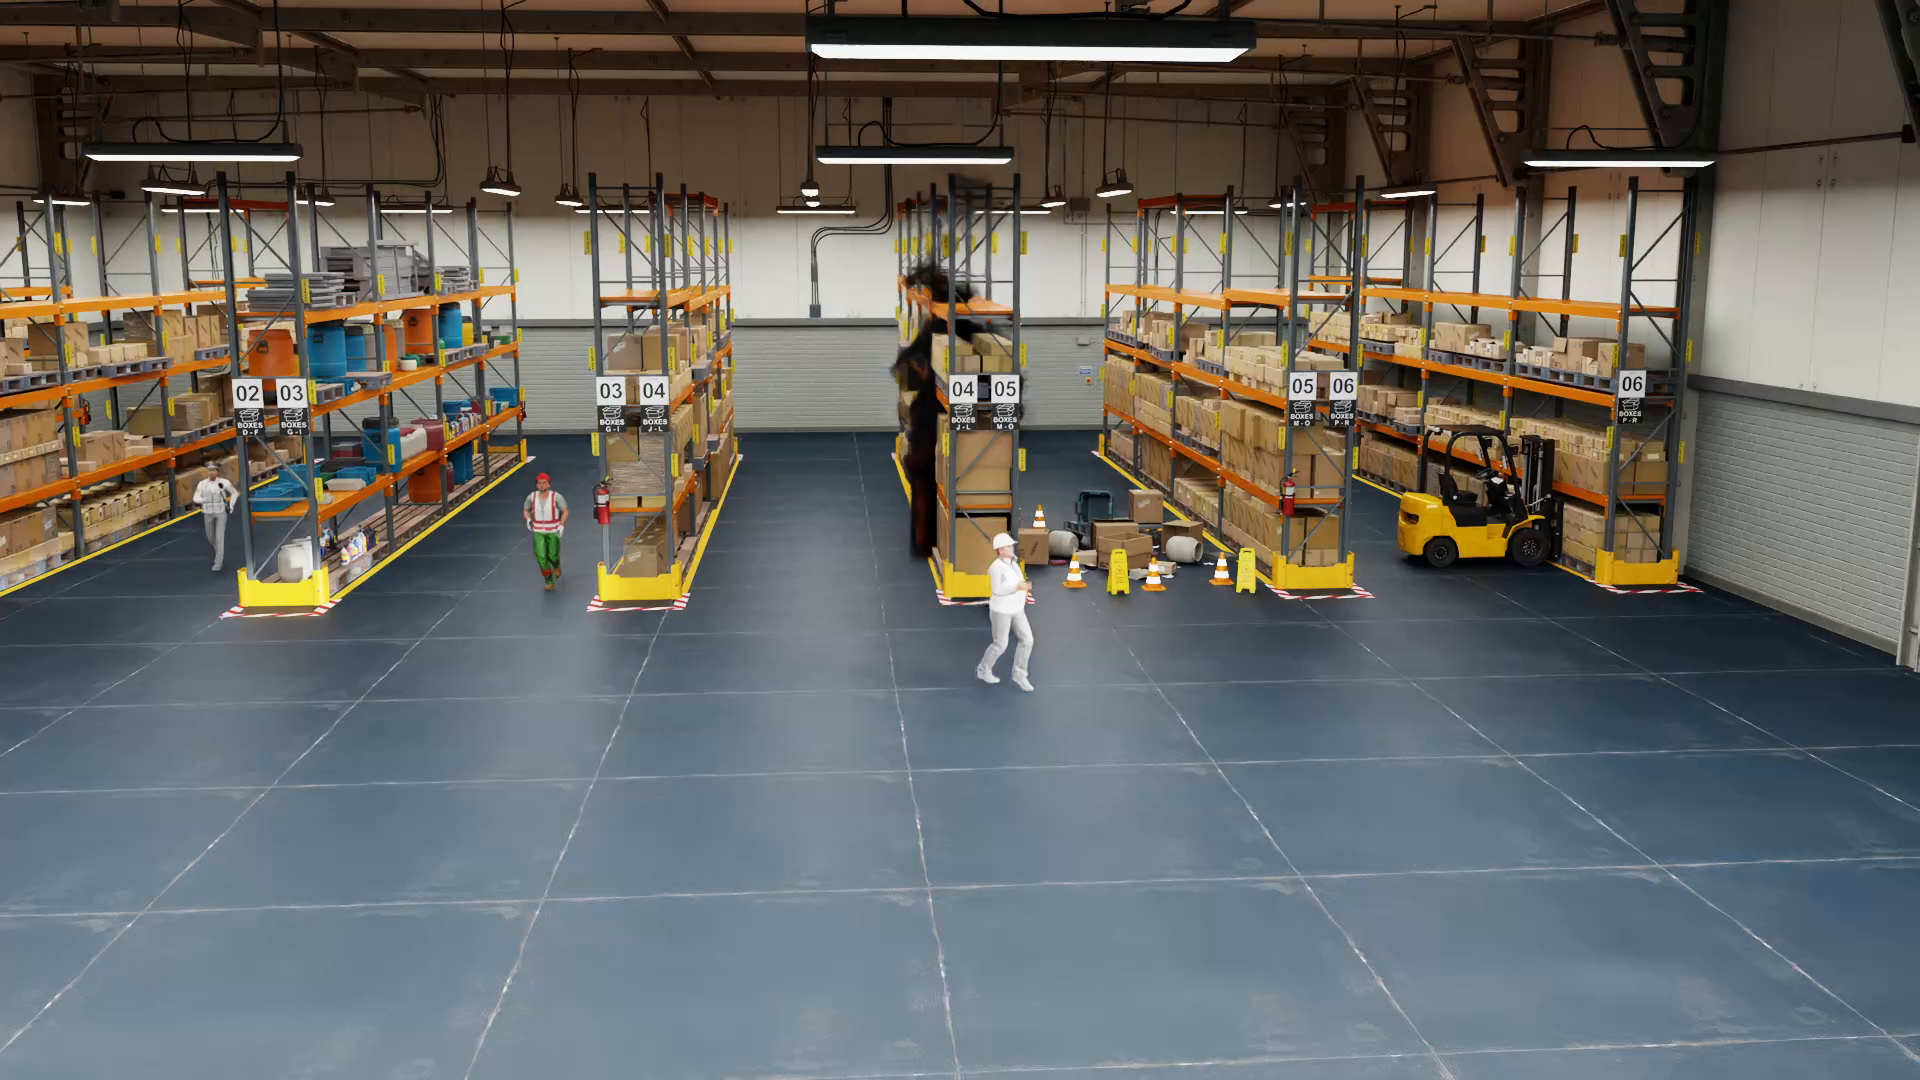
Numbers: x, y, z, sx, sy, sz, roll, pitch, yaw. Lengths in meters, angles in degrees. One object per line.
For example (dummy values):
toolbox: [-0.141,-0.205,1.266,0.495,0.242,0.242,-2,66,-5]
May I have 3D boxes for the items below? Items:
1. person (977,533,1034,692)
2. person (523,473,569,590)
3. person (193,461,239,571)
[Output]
person: [0.533,0.831,18.907,0.729,1.831,0.639,7,12,33]
person: [-6.079,-0.119,24.408,0.660,1.746,0.618,0,10,-1]
person: [-11.667,-0.413,26.085,0.615,1.674,0.928,-2,10,-10]
